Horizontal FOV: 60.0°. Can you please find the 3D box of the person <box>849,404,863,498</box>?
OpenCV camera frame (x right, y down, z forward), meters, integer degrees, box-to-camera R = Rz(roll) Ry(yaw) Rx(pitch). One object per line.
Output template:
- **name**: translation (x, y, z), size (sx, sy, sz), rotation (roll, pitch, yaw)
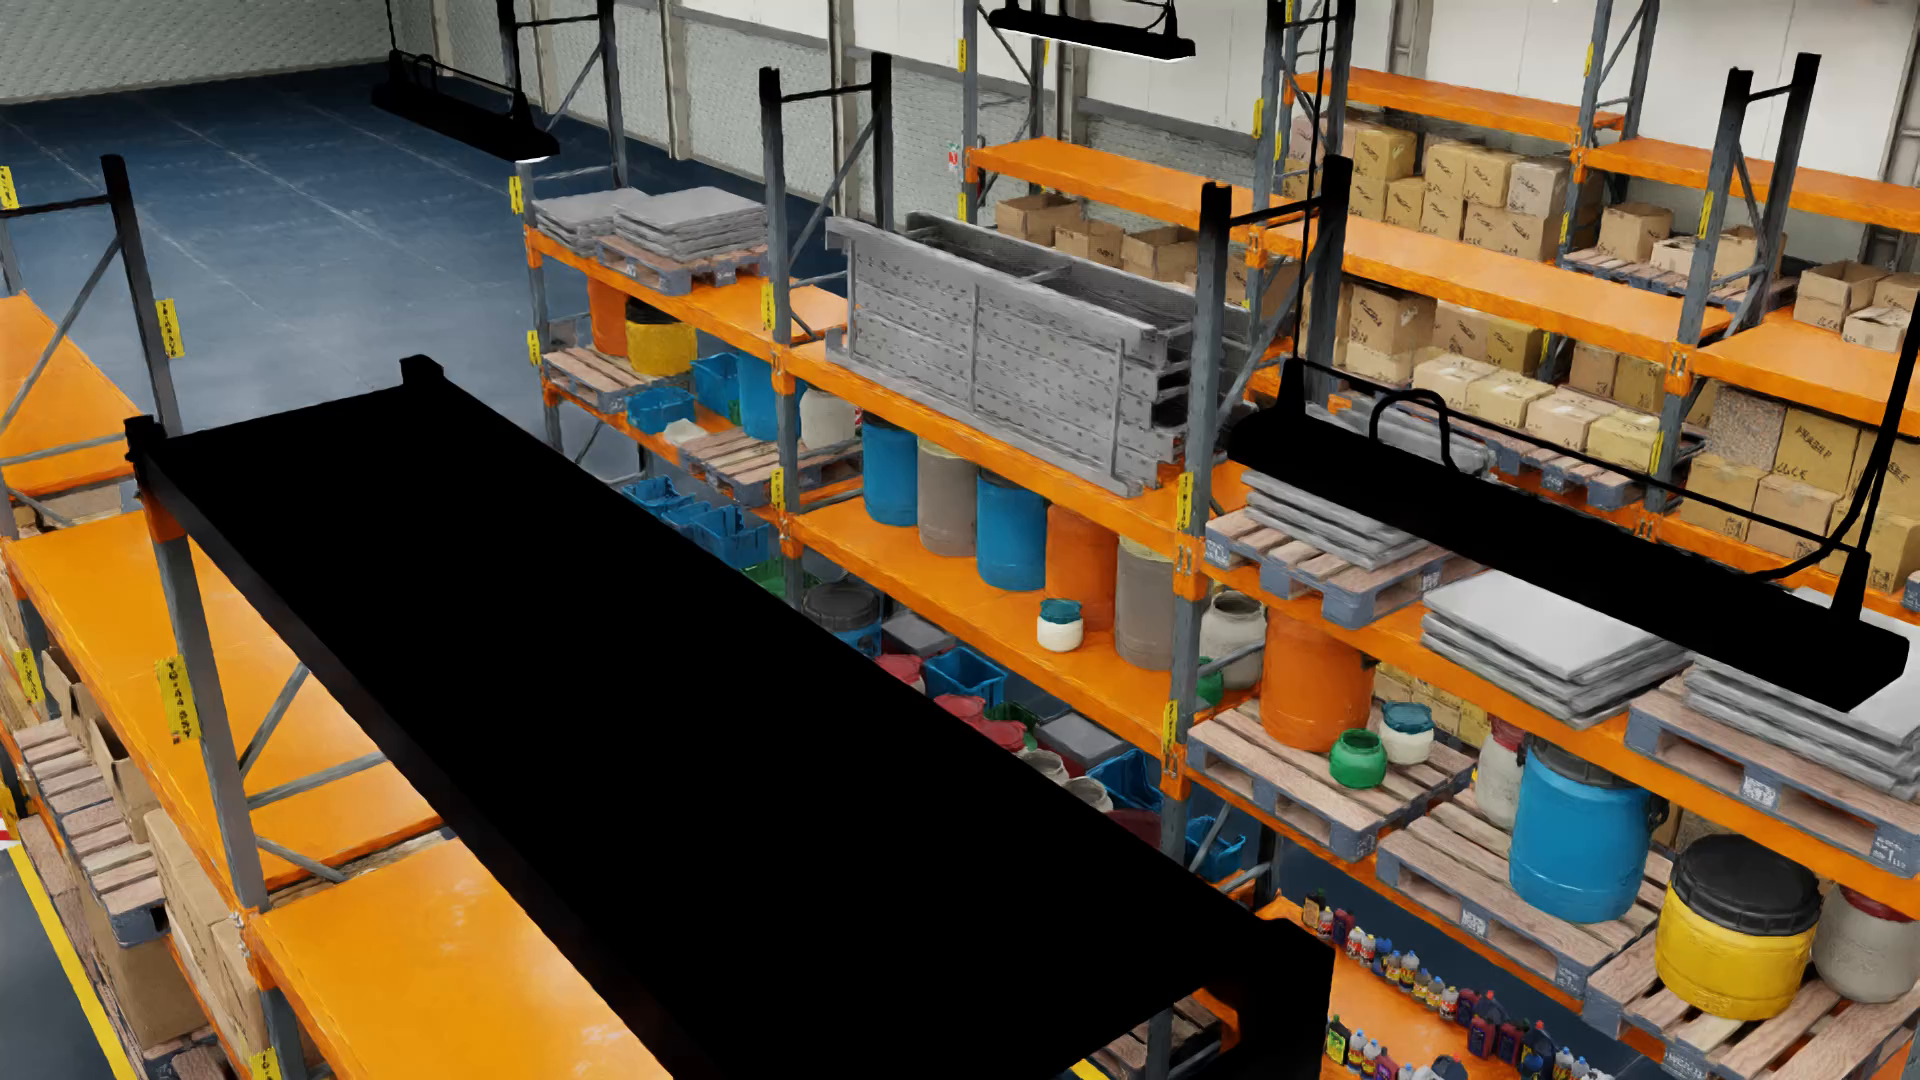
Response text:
- **person**: translation (-1.199, -1.330, 18.919), size (0.556, 1.721, 0.589), rotation (7, 27, 15)
